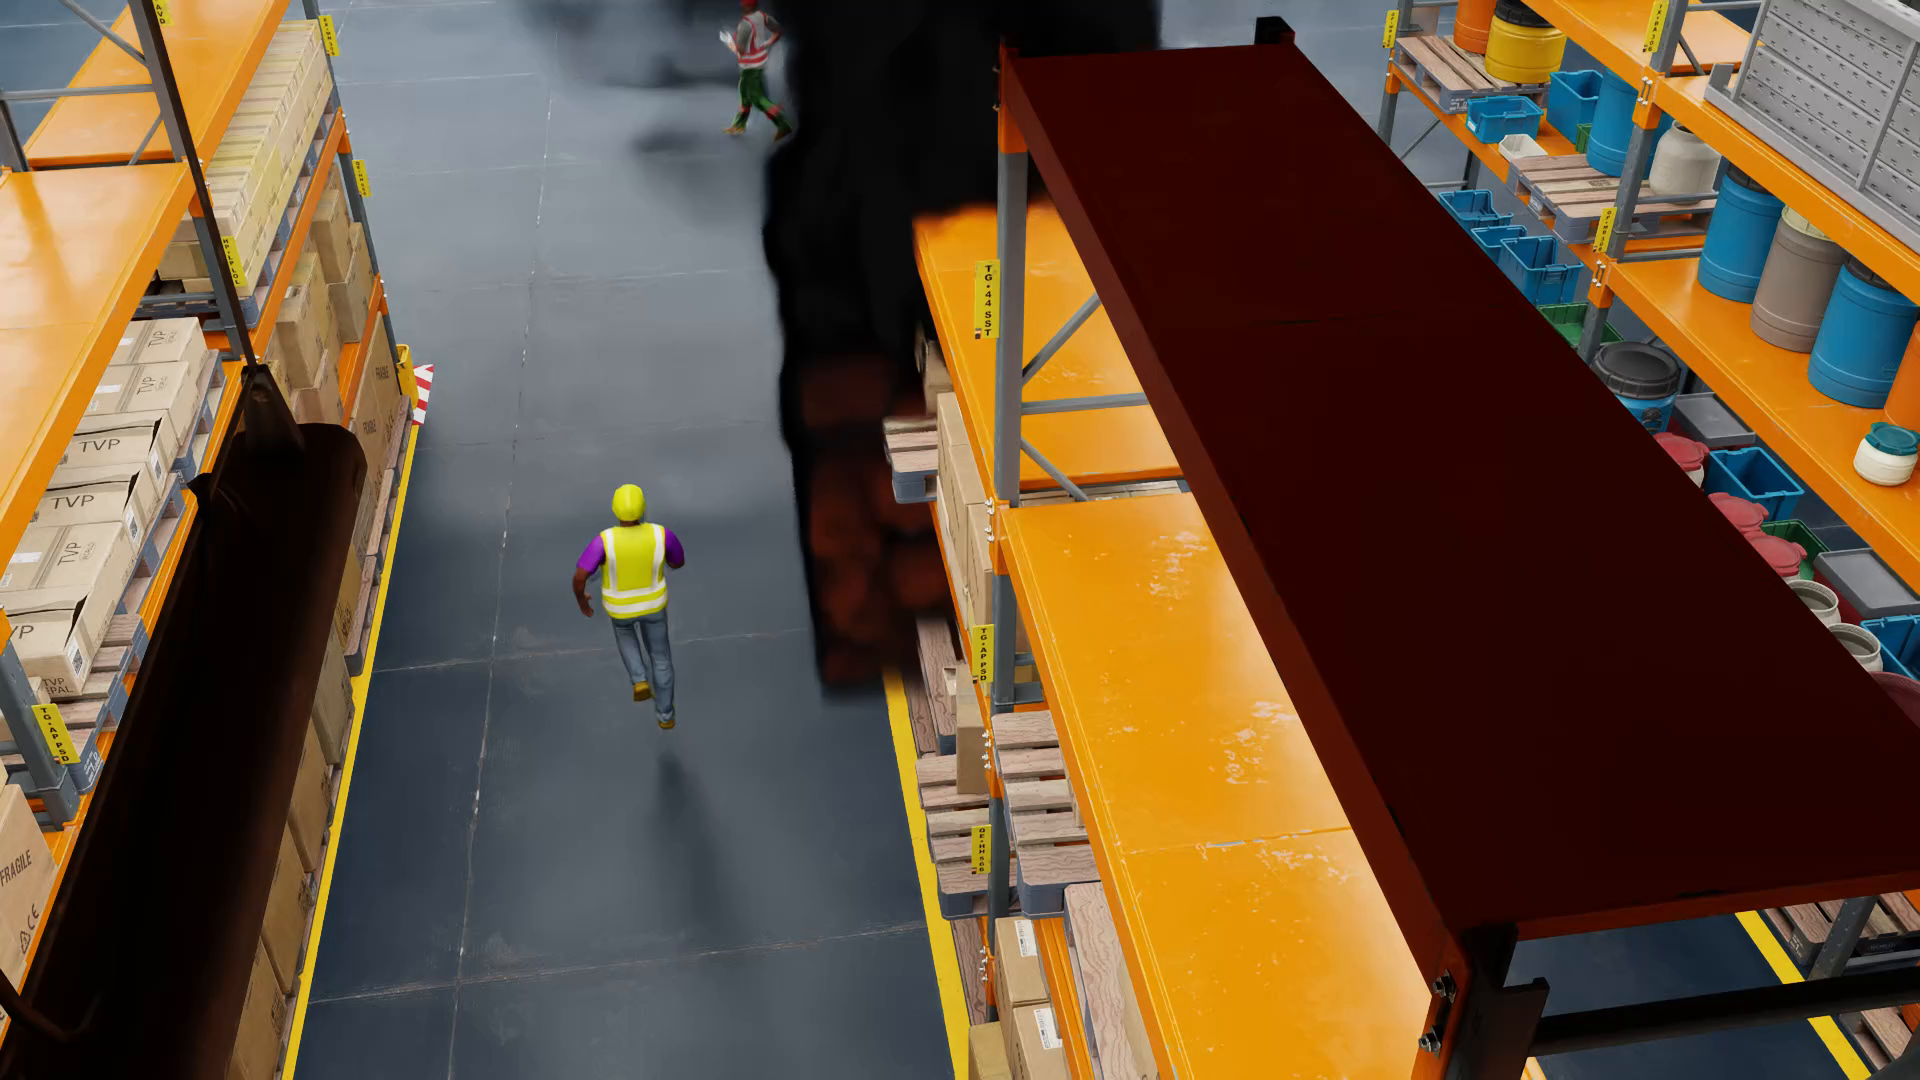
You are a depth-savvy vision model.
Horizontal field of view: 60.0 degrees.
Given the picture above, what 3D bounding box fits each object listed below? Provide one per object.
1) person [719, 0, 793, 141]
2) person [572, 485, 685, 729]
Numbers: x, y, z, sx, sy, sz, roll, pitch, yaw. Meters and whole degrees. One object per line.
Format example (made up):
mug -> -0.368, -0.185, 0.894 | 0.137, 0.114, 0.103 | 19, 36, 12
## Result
person -> -2.426, -5.546, 19.442 | 0.982, 1.785, 0.662 | 11, 38, 14
person -> -2.154, 0.394, 10.957 | 0.731, 1.745, 0.785 | -9, 37, -11
